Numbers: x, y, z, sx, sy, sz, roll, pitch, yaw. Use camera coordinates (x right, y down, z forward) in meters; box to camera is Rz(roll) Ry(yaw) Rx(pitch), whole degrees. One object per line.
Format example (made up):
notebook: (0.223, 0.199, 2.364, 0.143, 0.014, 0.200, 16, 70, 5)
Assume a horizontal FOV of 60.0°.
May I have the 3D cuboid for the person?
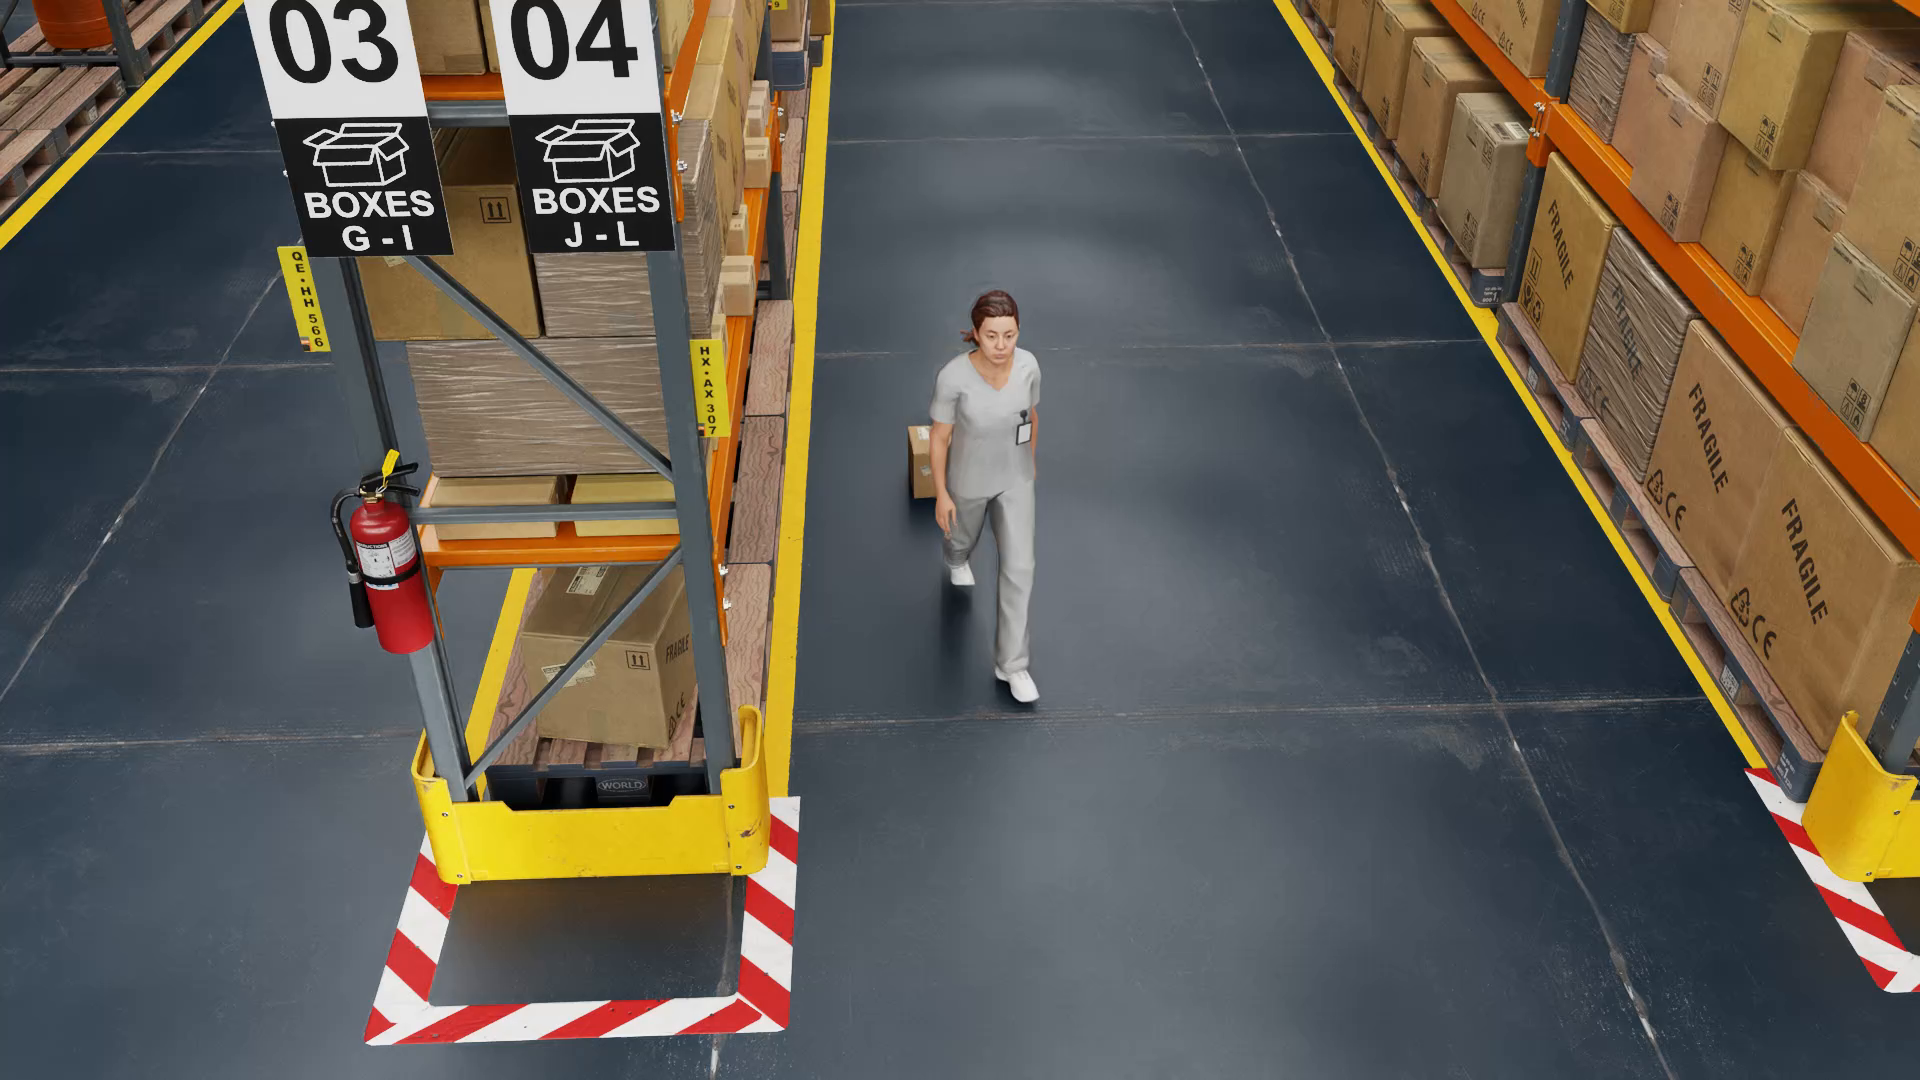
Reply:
person: (0.092, -0.258, 6.526, 0.458, 1.624, 1.032, -7, 36, -10)
